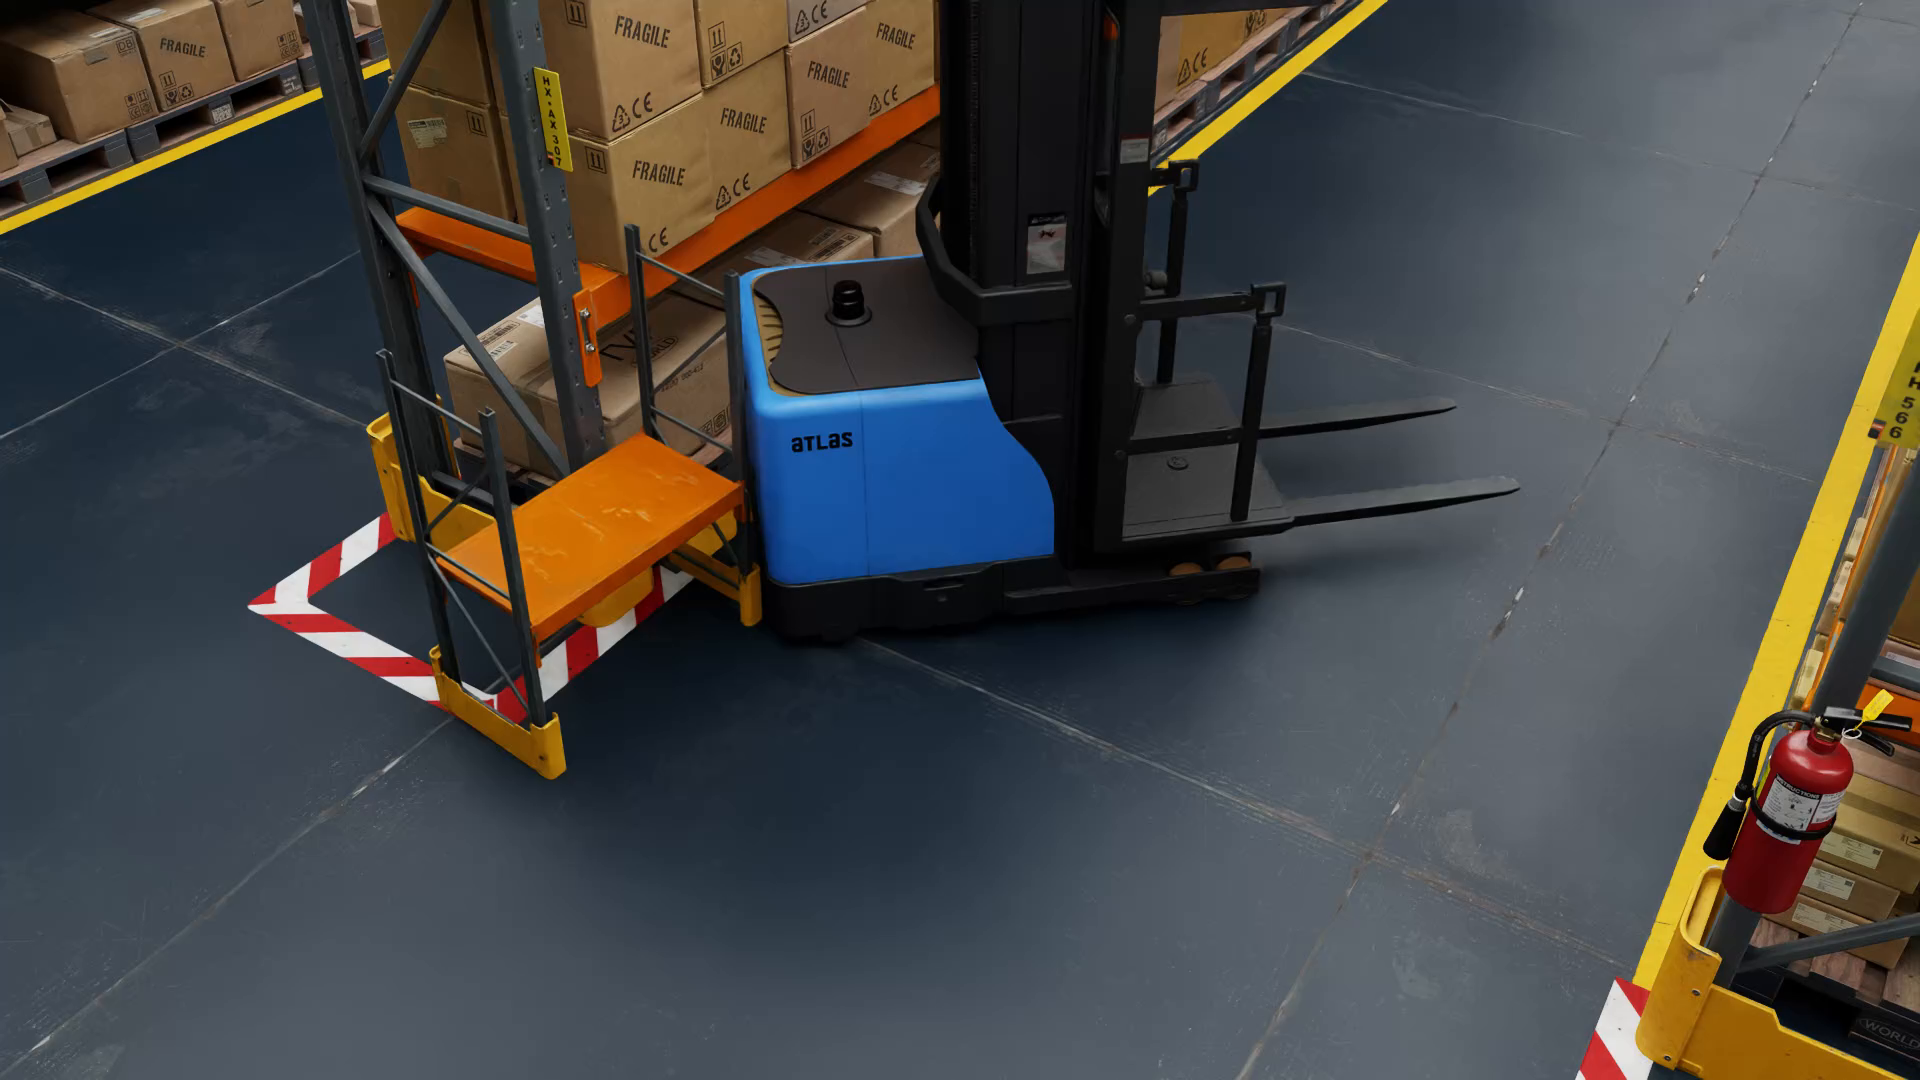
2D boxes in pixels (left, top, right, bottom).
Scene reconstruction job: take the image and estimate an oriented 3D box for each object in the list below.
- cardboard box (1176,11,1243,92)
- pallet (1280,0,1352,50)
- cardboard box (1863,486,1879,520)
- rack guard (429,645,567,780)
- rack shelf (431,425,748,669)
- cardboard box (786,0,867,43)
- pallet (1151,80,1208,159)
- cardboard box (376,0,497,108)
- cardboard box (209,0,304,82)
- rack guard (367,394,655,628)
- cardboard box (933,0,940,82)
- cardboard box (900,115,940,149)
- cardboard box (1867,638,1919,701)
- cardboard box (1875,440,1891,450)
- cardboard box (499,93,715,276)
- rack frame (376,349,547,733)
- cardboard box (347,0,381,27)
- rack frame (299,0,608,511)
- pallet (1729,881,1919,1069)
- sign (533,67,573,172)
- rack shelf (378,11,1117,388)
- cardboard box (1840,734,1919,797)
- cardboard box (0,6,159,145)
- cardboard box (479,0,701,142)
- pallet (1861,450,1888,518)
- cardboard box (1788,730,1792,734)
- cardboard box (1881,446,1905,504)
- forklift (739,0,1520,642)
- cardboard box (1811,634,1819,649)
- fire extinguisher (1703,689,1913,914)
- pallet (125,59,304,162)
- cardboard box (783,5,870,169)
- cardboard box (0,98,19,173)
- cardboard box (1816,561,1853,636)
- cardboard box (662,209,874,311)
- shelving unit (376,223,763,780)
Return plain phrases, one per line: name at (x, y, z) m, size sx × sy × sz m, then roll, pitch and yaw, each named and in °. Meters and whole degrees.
cardboard box at (1.141, -3.332, 10.012) m, size 0.875 × 0.875 × 0.875 m, roll 22°, pitch 43°, yaw 26°
pallet at (2.056, -3.769, 11.466) m, size 1.003 × 0.211 × 1.213 m, roll 21°, pitch 42°, yaw 25°
cardboard box at (3.505, -0.020, 6.067) m, size 0.380 × 0.149 × 0.250 m, roll 21°, pitch 42°, yaw 25°
rack guard at (-1.600, 0.588, 5.753) m, size 0.587 × 0.250 × 0.087 m, roll 28°, pitch 46°, yaw 26°
rack shelf at (-1.274, -0.002, 5.786) m, size 0.538 × 0.185 × 1.000 m, roll 28°, pitch 46°, yaw 26°
cardboard box at (-0.707, -2.258, 6.321) m, size 0.500 × 0.500 × 0.500 m, roll 21°, pitch 42°, yaw 25°
pallet at (0.748, -2.511, 9.835) m, size 1.003 × 0.211 × 1.213 m, roll 21°, pitch 42°, yaw 25°
cardboard box at (-1.687, -1.893, 5.848) m, size 0.500 × 0.500 × 0.500 m, roll 23°, pitch 43°, yaw 27°
cardboard box at (-4.483, -3.177, 10.117) m, size 0.700 × 0.500 × 0.500 m, roll 20°, pitch 42°, yaw 23°
rack guard at (-1.757, -0.129, 6.508) m, size 1.175 × 0.500 × 0.348 m, roll 21°, pitch 42°, yaw 25°
cardboard box at (-0.162, -2.379, 7.297) m, size 0.500 × 0.500 × 0.500 m, roll 21°, pitch 42°, yaw 24°
cardboard box at (-0.028, -2.056, 8.715) m, size 0.875 × 0.438 × 0.875 m, roll 21°, pitch 42°, yaw 24°
cardboard box at (2.425, 0.275, 4.142) m, size 0.380 × 0.149 × 0.250 m, roll 21°, pitch 42°, yaw 25°
cardboard box at (4.023, -0.444, 6.860) m, size 0.380 × 0.149 × 0.250 m, roll 22°, pitch 43°, yaw 26°
cardboard box at (-1.245, -1.324, 5.929) m, size 0.500 × 0.500 × 0.500 m, roll 21°, pitch 42°, yaw 25°
rack frame at (-1.573, 0.110, 5.351) m, size 0.500 × 1.500 × 0.032 m, roll 28°, pitch 46°, yaw 26°
cardboard box at (-3.845, -3.469, 10.784) m, size 0.380 × 0.149 × 0.250 m, roll 20°, pitch 42°, yaw 24°
rack frame at (-1.745, -1.131, 5.761) m, size 1.000 × 3.000 × 0.127 m, roll 21°, pitch 42°, yaw 25°
pallet at (2.995, 1.094, 5.158) m, size 1.003 × 0.211 × 1.213 m, roll 21°, pitch 42°, yaw 25°
sign at (-1.279, -1.321, 5.233) m, size 0.100 × 0.325 × 0.005 m, roll 21°, pitch 42°, yaw 25°
rack shelf at (-0.673, -1.877, 7.318) m, size 1.077 × 0.370 × 4.000 m, roll 21°, pitch 42°, yaw 25°
cardboard box at (2.742, 0.696, 4.894) m, size 0.380 × 0.149 × 0.250 m, roll 22°, pitch 43°, yaw 26°
cardboard box at (-5.039, -2.642, 9.423) m, size 0.700 × 0.500 × 0.500 m, roll 23°, pitch 43°, yaw 27°
cardboard box at (-1.247, -1.721, 5.625) m, size 0.500 × 0.500 × 0.500 m, roll 20°, pitch 42°, yaw 24°
pallet at (4.302, -0.164, 6.790) m, size 1.003 × 0.211 × 1.213 m, roll 21°, pitch 42°, yaw 25°
cardboard box at (2.808, 0.647, 5.201) m, size 0.380 × 0.149 × 0.250 m, roll 19°, pitch 42°, yaw 23°
cardboard box at (2.793, -0.301, 4.358) m, size 0.500 × 0.500 × 0.500 m, roll 20°, pitch 42°, yaw 24°
forklift at (0.696, -1.220, 5.932) m, size 3.031 × 2.935 × 1.130 m, roll -7°, pitch 38°, yaw -9°
cardboard box at (3.067, 0.502, 5.633) m, size 0.380 × 0.149 × 0.250 m, roll 19°, pitch 42°, yaw 23°
fire extinguisher at (1.965, 0.593, 3.893) m, size 0.296 × 0.674 × 0.183 m, roll 21°, pitch 42°, yaw 25°
pallet at (-4.816, -2.725, 10.113) m, size 1.003 × 0.211 × 1.213 m, roll 21°, pitch 42°, yaw 25°
cardboard box at (-0.710, -1.851, 6.612) m, size 0.500 × 0.500 × 0.500 m, roll 21°, pitch 42°, yaw 25°
cardboard box at (-5.530, -2.215, 8.867) m, size 0.797 × 0.503 × 0.637 m, roll 19°, pitch 42°, yaw 23°
cardboard box at (3.063, 0.252, 5.470) m, size 0.380 × 0.149 × 0.250 m, roll 23°, pitch 43°, yaw 27°
cardboard box at (-0.992, -1.130, 7.514) m, size 0.875 × 0.438 × 0.875 m, roll 22°, pitch 43°, yaw 26°
shelving unit at (-1.272, -0.135, 5.665) m, size 0.587 × 1.500 × 1.083 m, roll 28°, pitch 46°, yaw 26°
